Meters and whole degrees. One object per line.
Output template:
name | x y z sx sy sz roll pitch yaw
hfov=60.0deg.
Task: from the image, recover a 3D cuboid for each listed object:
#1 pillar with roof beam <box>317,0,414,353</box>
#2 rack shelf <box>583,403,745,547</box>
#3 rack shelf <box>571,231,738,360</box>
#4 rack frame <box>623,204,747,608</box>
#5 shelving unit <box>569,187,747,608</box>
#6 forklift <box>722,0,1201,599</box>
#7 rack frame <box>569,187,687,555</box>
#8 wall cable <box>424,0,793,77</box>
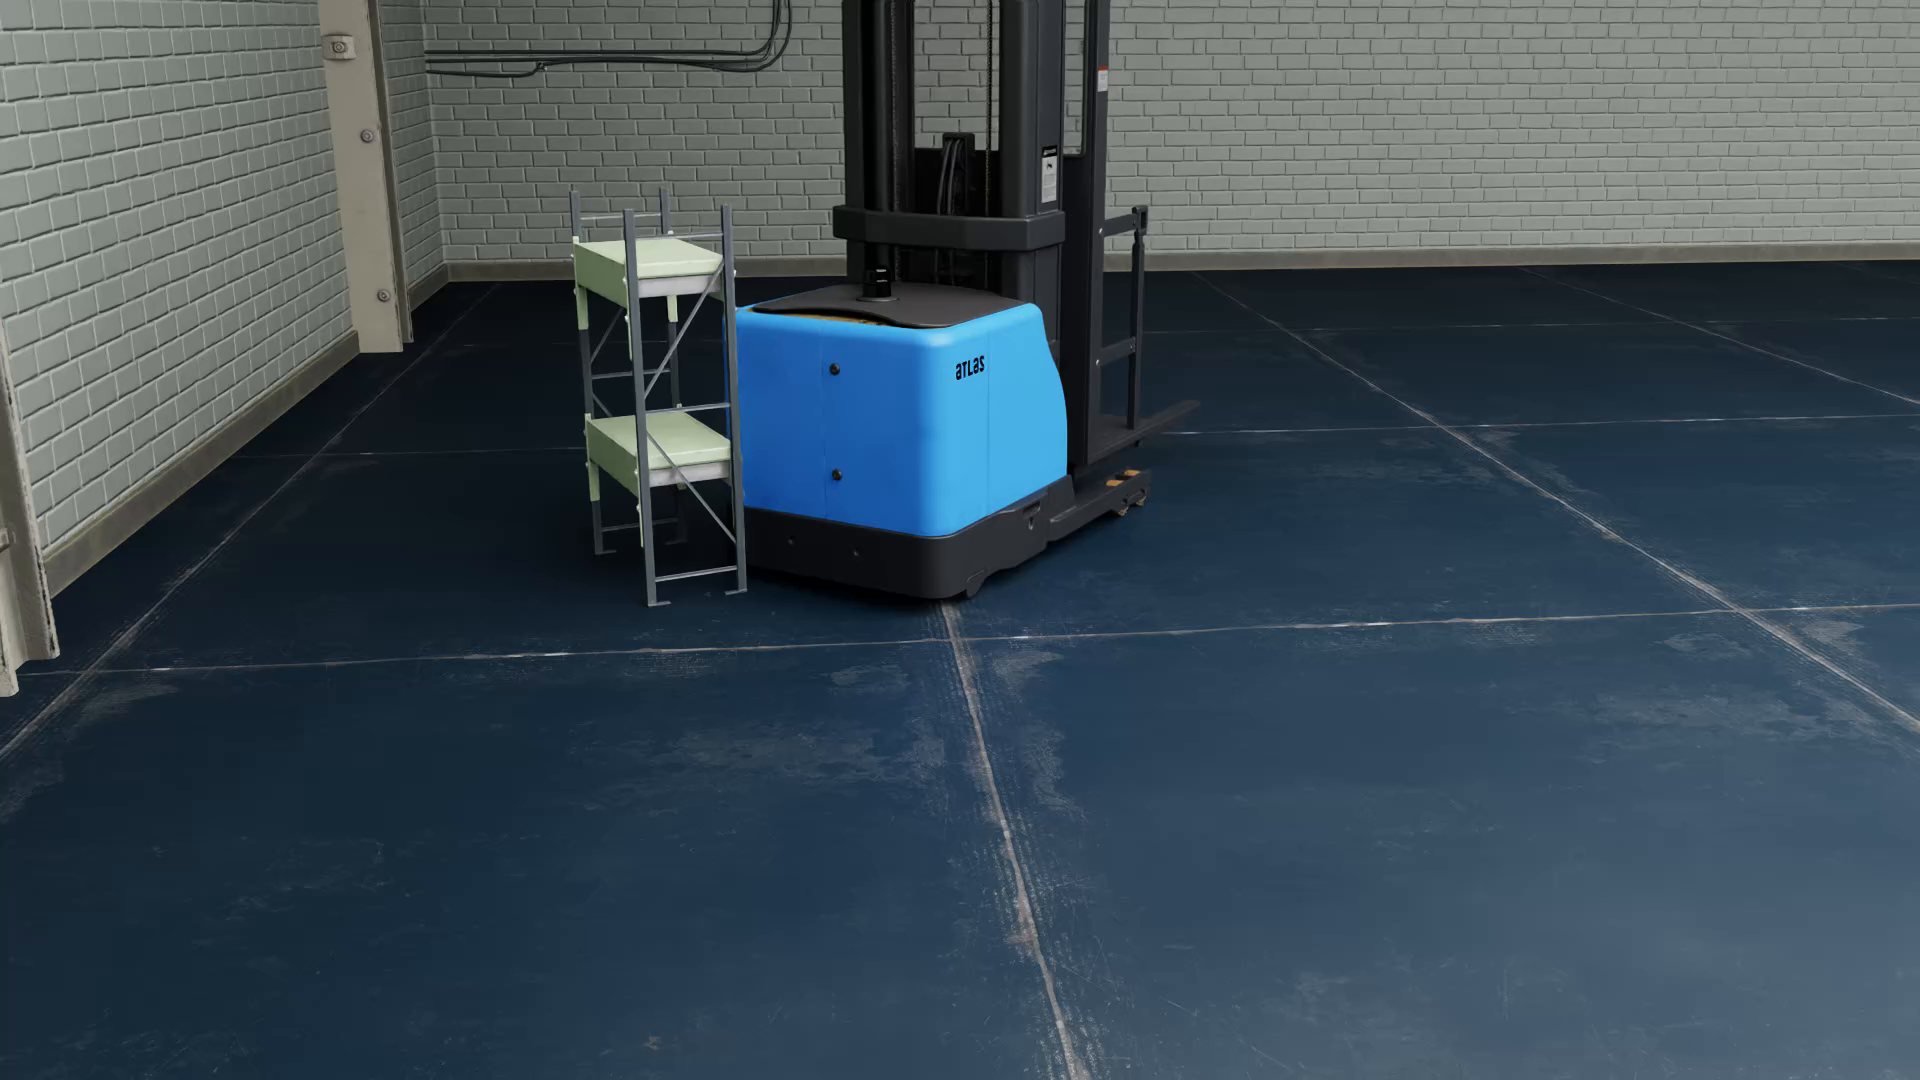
pillar with roof beam | 0.340 -5.750 10.467 9.100 9.000 0.400 -2 18 -6
rack shelf | -1.187 -0.273 6.632 0.431 0.370 0.720 -9 19 -26
rack shelf | -1.187 -0.957 6.418 0.431 0.370 0.720 -9 19 -26
rack frame | -1.019 -0.487 6.224 0.400 1.500 0.023 -9 19 -26
shelving unit | -1.187 -0.584 6.535 0.431 1.500 0.755 -9 19 -26
forklift | 0.230 -1.568 7.279 1.130 2.935 3.031 10 20 28
rack frame | -1.356 -0.682 6.845 0.400 1.500 0.023 -9 19 -26
wall cable | -2.931 -5.054 13.435 3.097 2.526 0.112 -2 18 -6
